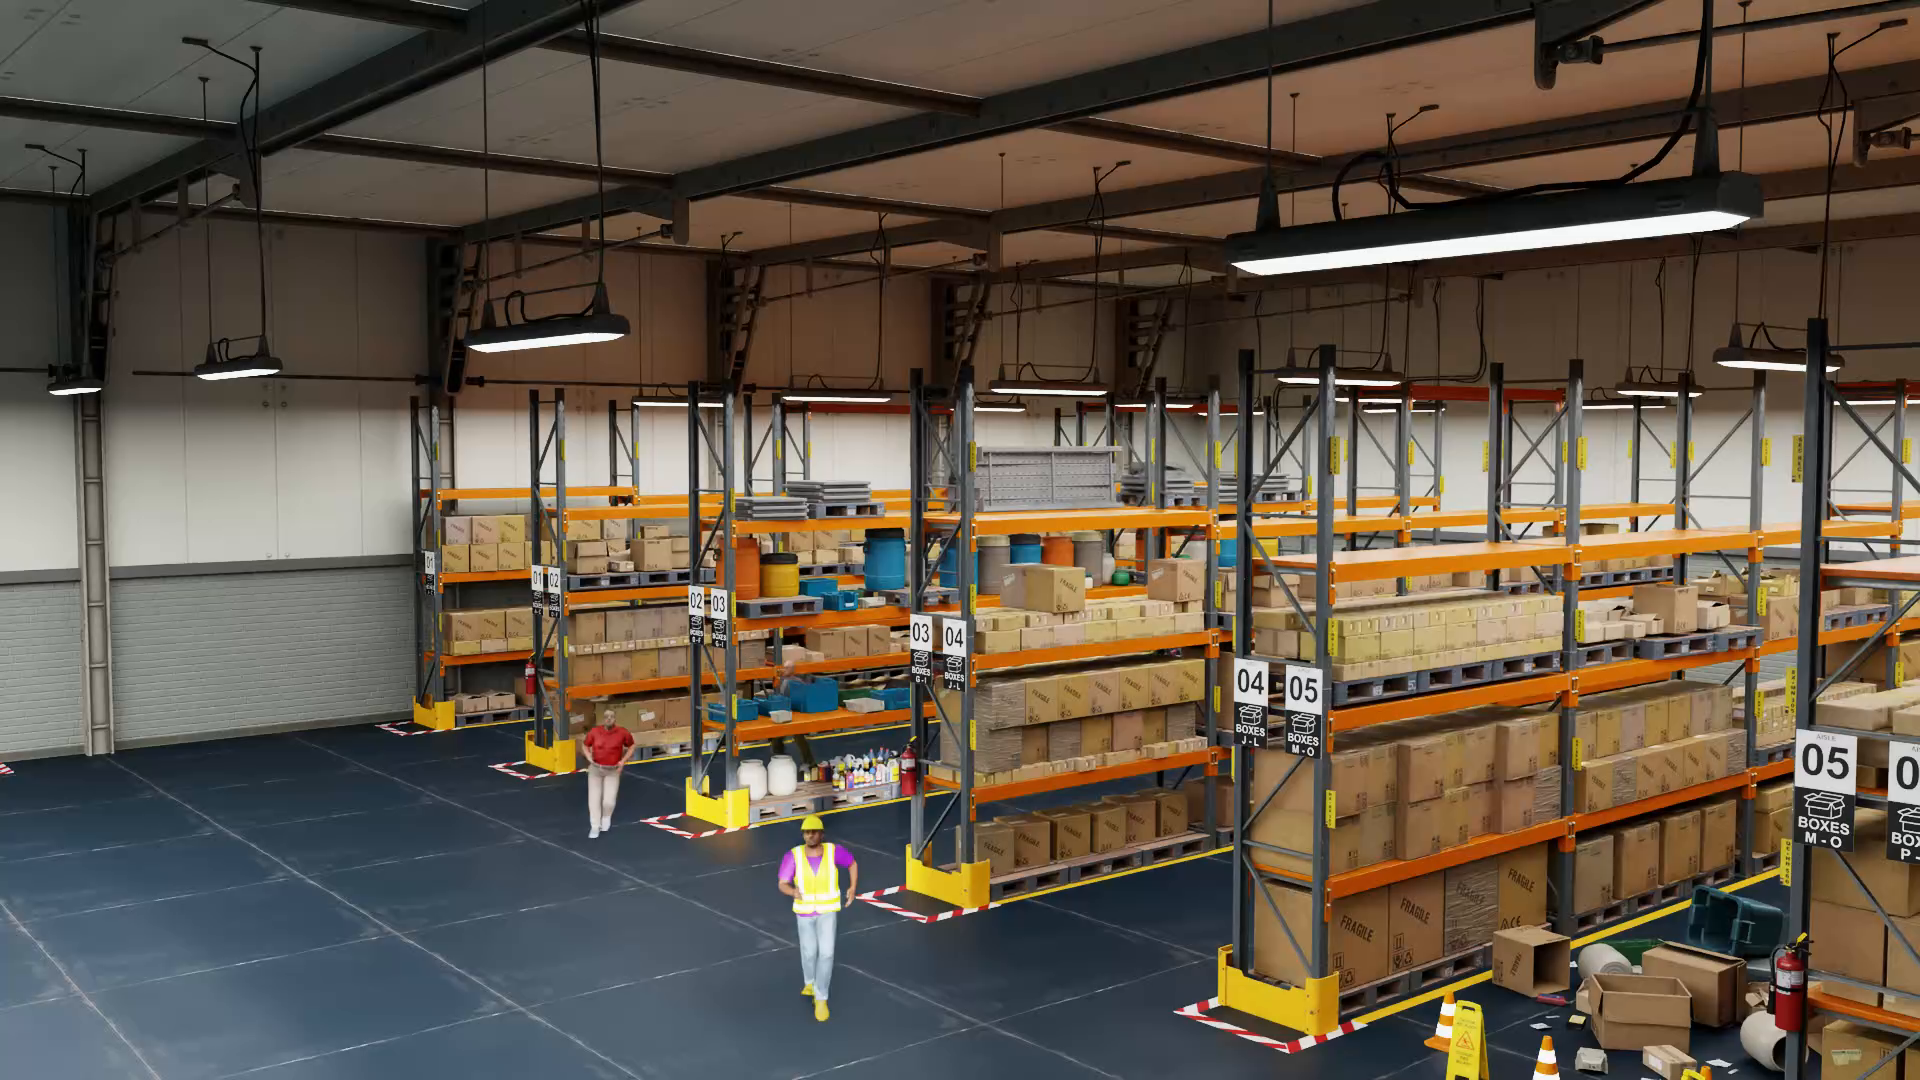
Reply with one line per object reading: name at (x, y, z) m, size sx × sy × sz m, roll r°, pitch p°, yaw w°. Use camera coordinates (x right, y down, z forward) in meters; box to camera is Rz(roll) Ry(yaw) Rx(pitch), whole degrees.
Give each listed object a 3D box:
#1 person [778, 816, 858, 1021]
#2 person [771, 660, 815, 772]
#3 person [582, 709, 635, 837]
person at (-1.300, 3.410, 15.154) m, size 0.707 × 1.802 × 0.757 m, roll 0°, pitch 3°, yaw 0°
person at (-2.594, 2.769, 25.605) m, size 0.666 × 1.837 × 0.937 m, roll 2°, pitch 4°, yaw 36°
person at (-4.618, 3.047, 21.769) m, size 0.679 × 1.671 × 0.609 m, roll 0°, pitch 3°, yaw -4°
